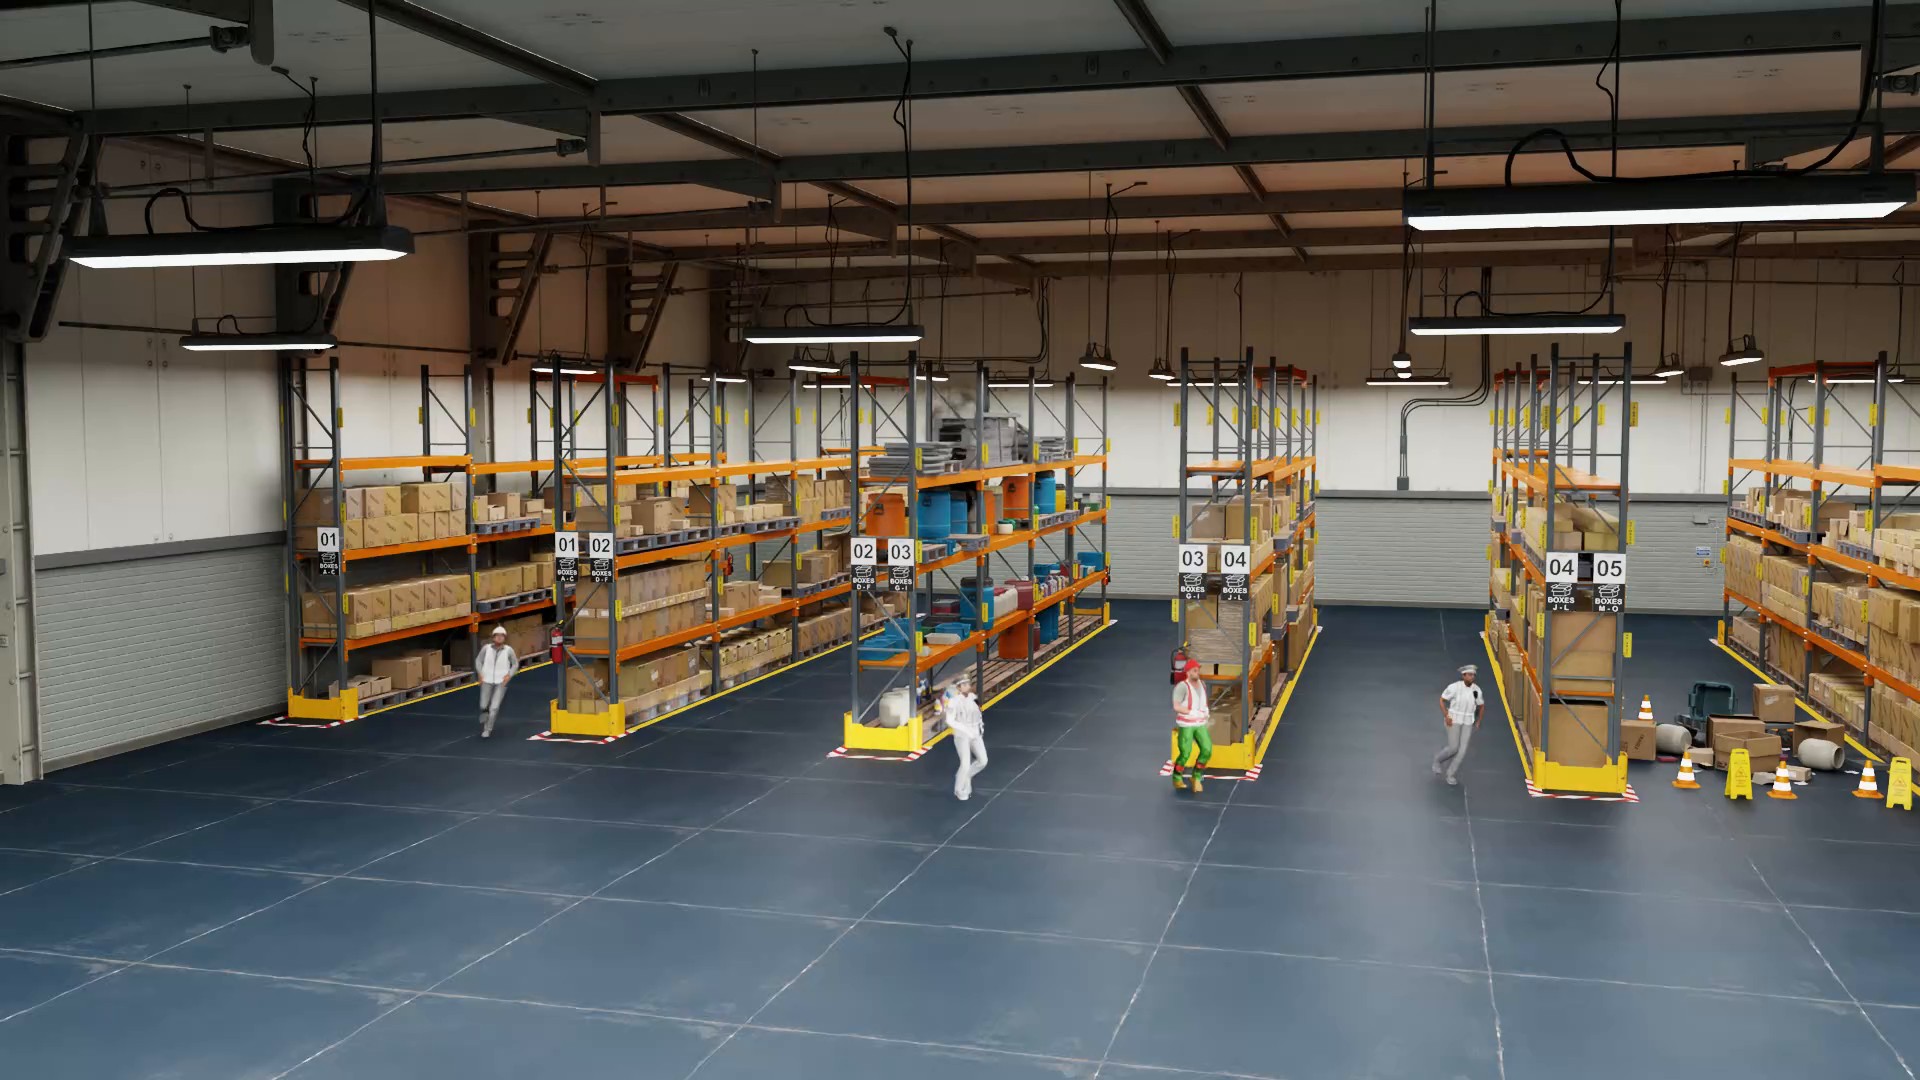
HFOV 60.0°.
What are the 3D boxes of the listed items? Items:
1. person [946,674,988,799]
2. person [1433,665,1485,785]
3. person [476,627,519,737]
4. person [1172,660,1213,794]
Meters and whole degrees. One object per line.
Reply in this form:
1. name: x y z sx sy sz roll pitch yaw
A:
1. person: 0.114 2.574 21.818 0.629 1.658 0.534 -3 5 -35
2. person: 6.895 2.514 22.885 0.643 1.646 0.528 0 4 -6
3. person: -7.331 2.239 26.370 0.678 1.748 0.586 -1 4 -10
4. person: 3.126 2.498 22.179 0.685 1.817 0.712 -2 5 -29
